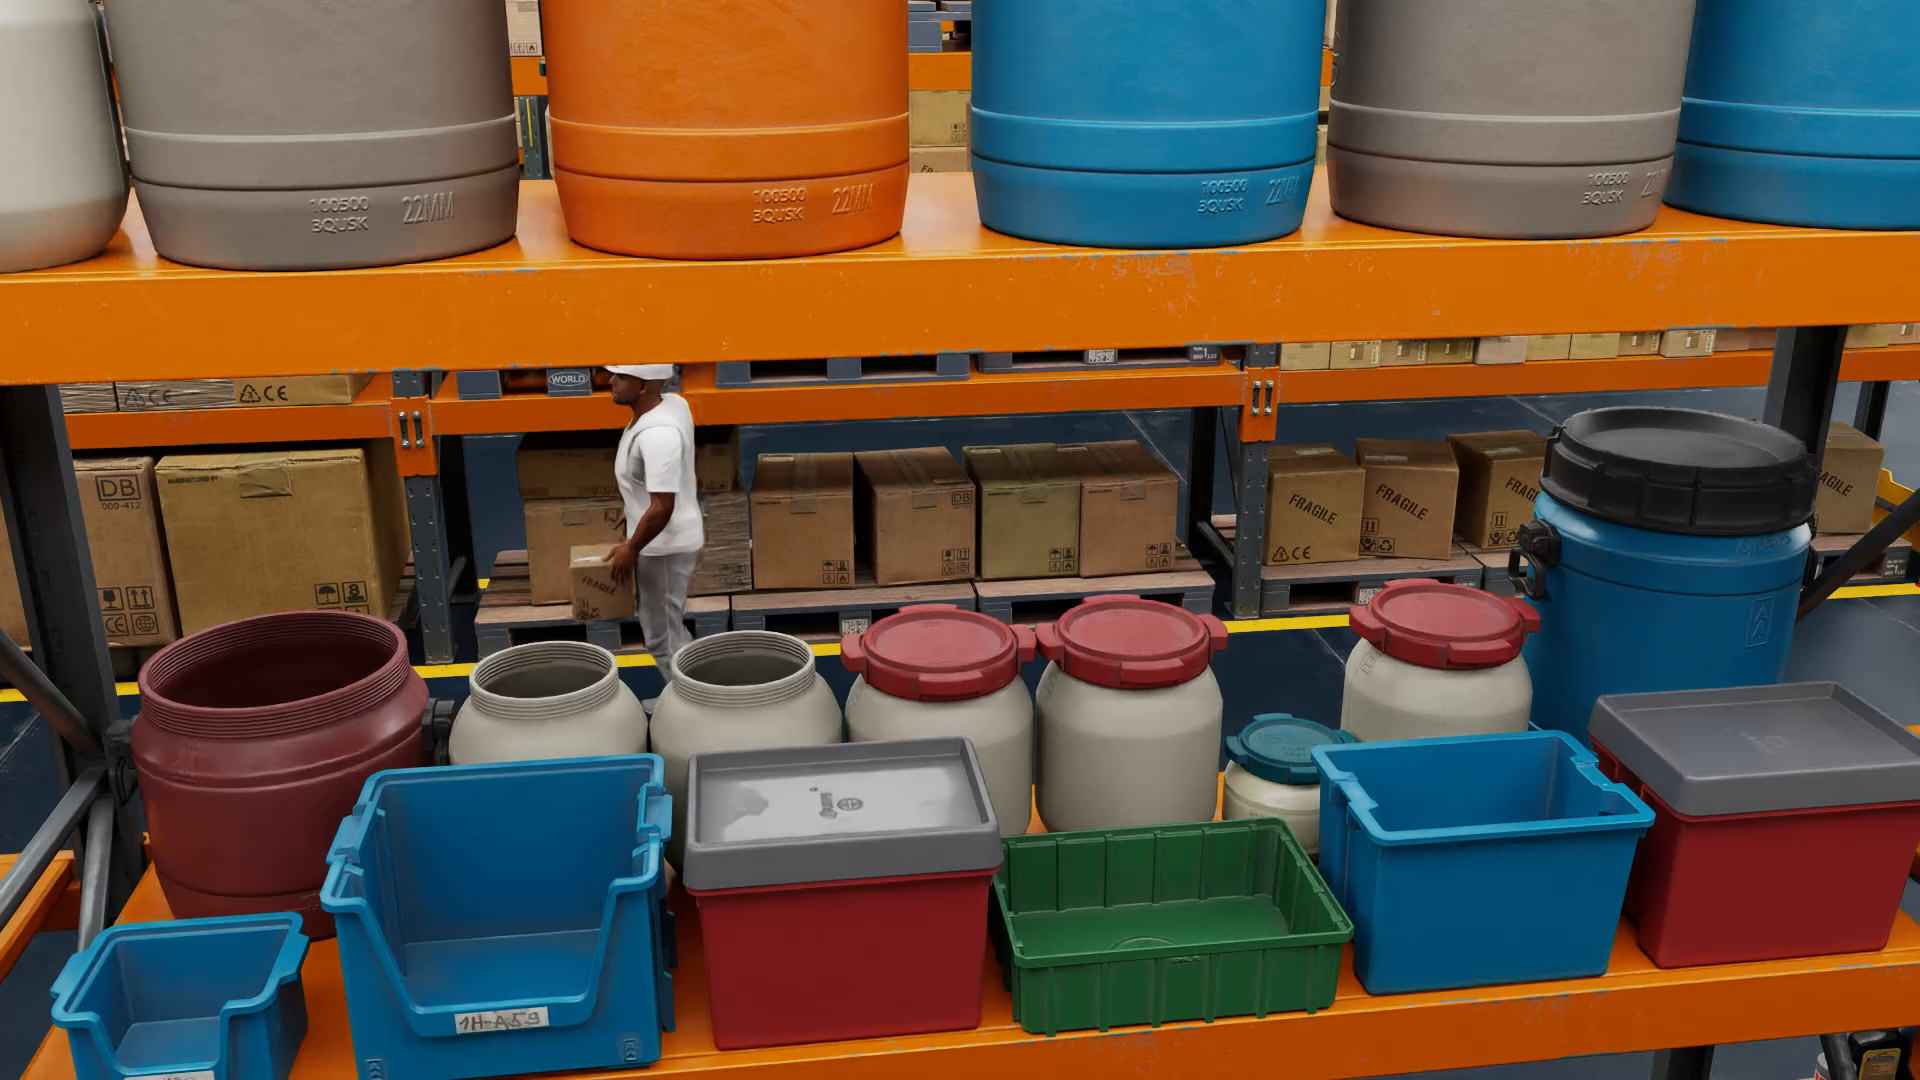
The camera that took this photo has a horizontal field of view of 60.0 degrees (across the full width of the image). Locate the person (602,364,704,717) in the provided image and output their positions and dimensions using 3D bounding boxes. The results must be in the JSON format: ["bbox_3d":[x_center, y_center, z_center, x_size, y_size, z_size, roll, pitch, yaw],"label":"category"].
[{"bbox_3d":[-1.275,0.011,7.022,0.434,1.756,0.636,-3,20,-7],"label":"person"}]
